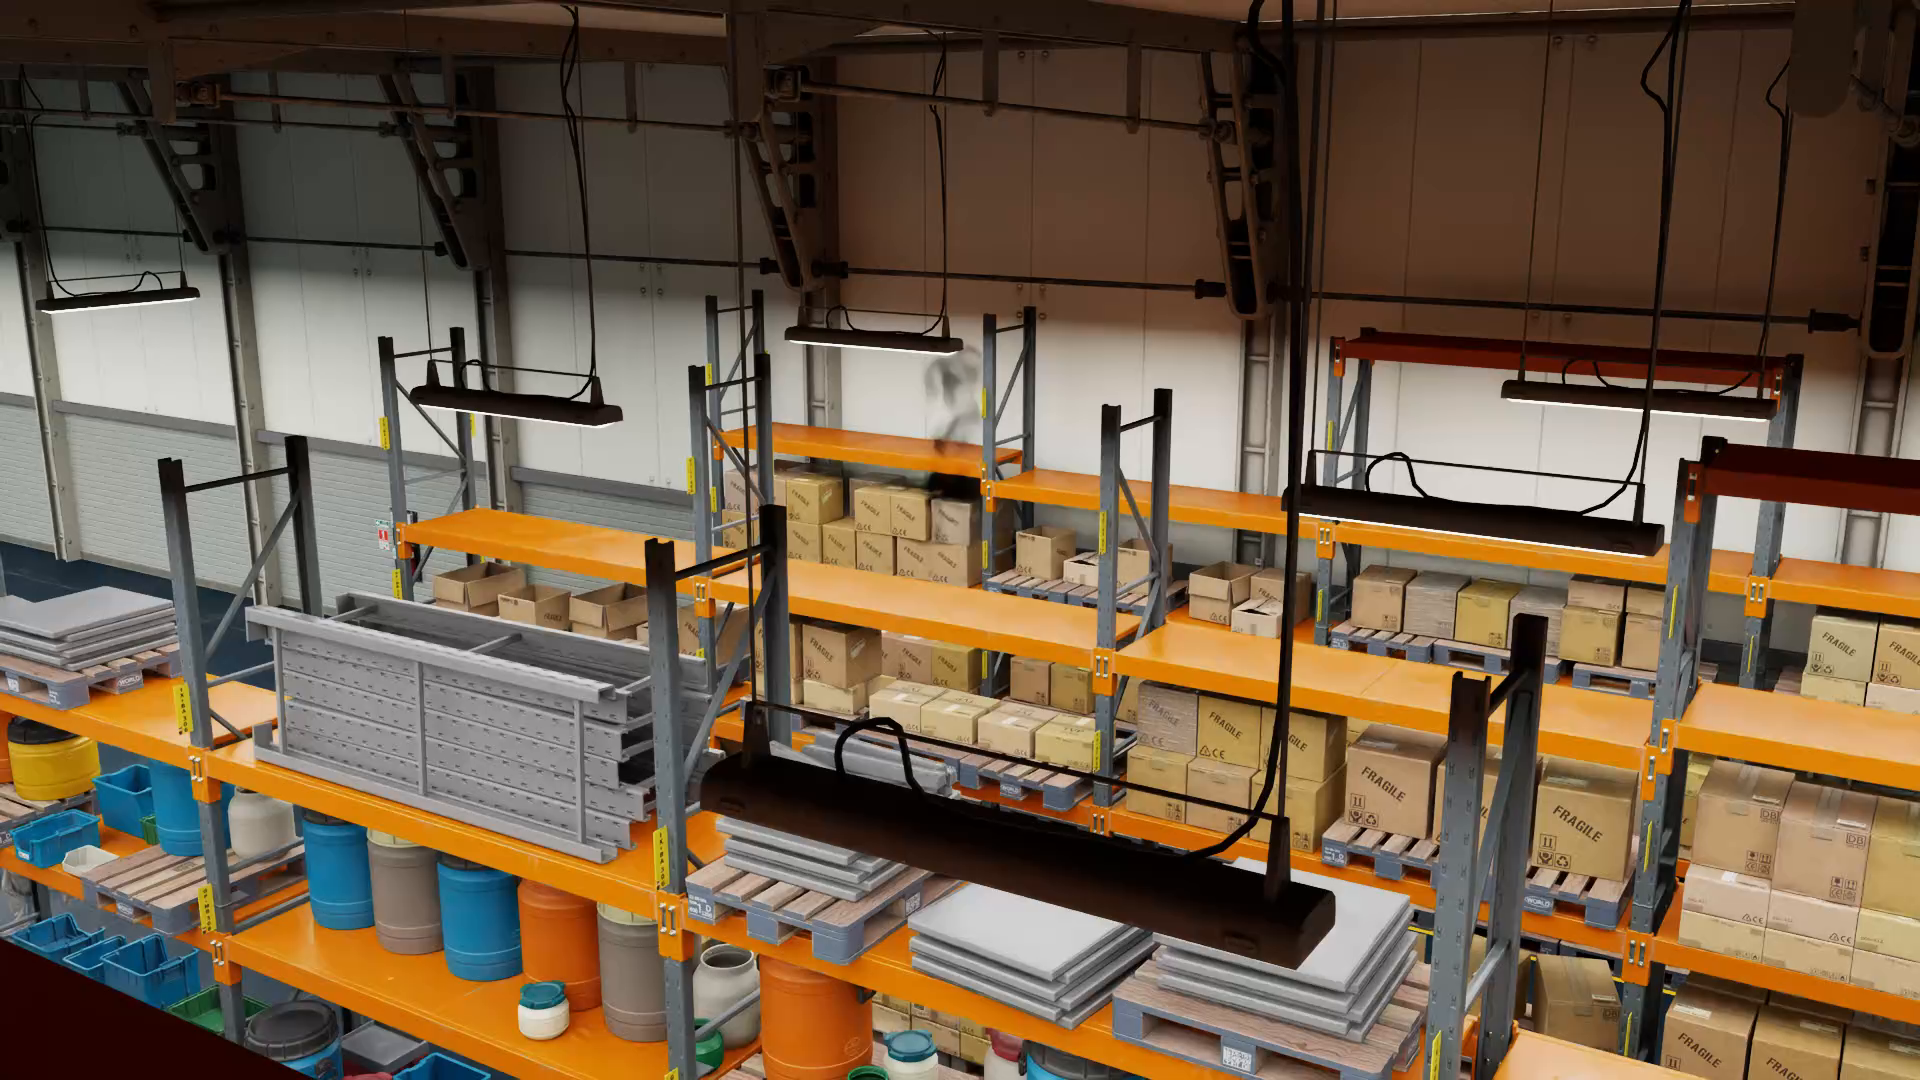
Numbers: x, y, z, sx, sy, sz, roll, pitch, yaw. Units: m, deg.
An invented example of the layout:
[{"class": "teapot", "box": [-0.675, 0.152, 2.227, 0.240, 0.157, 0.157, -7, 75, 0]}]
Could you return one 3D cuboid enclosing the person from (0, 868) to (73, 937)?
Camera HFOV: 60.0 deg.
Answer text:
[{"class": "person", "box": [-9.542, 3.201, 16.997, 0.733, 1.635, 0.592, -7, 16, -28]}]
